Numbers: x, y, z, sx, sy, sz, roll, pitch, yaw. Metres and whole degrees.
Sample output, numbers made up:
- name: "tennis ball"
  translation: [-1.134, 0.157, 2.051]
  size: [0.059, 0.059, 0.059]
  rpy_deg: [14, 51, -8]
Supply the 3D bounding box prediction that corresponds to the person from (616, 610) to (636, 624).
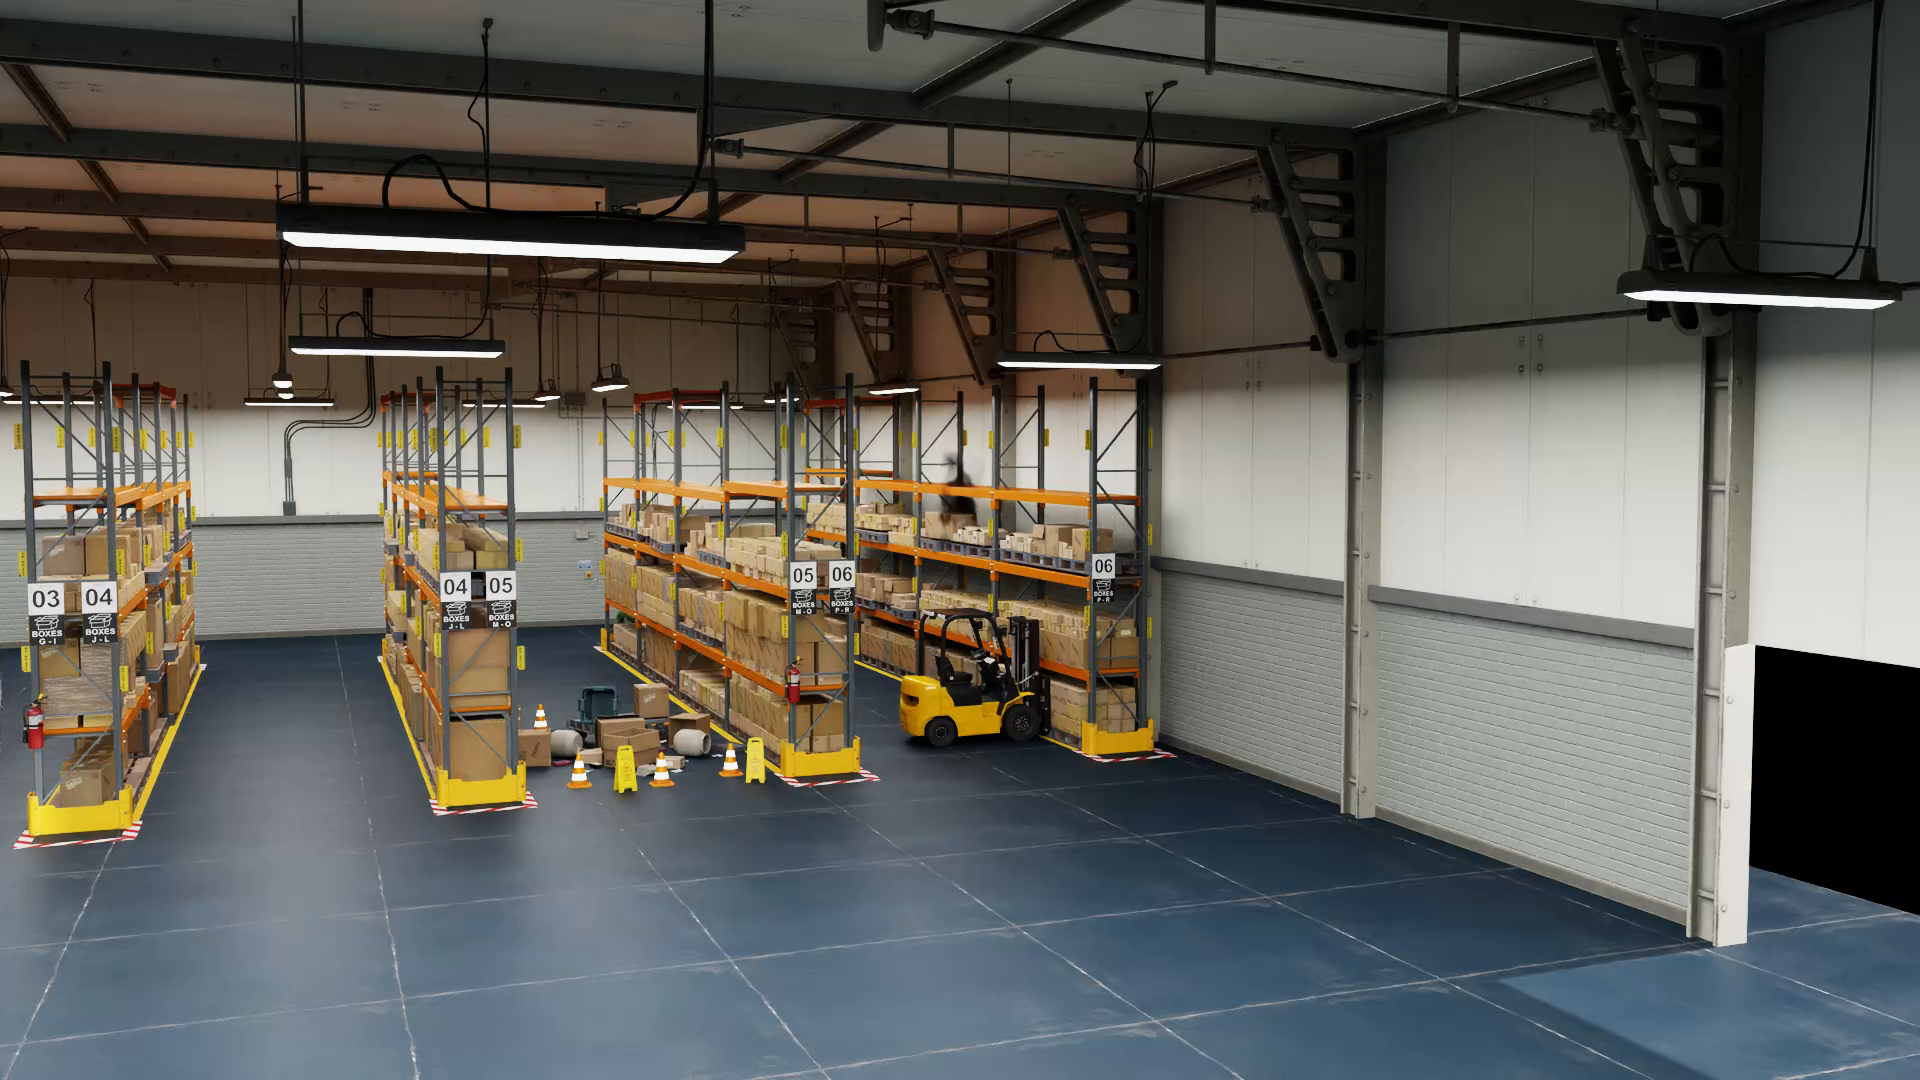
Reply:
- name: "person"
  translation: [-8.318, 1.628, 41.071]
  size: [0.977, 1.732, 0.717]
  rpy_deg: [1, 4, 17]
